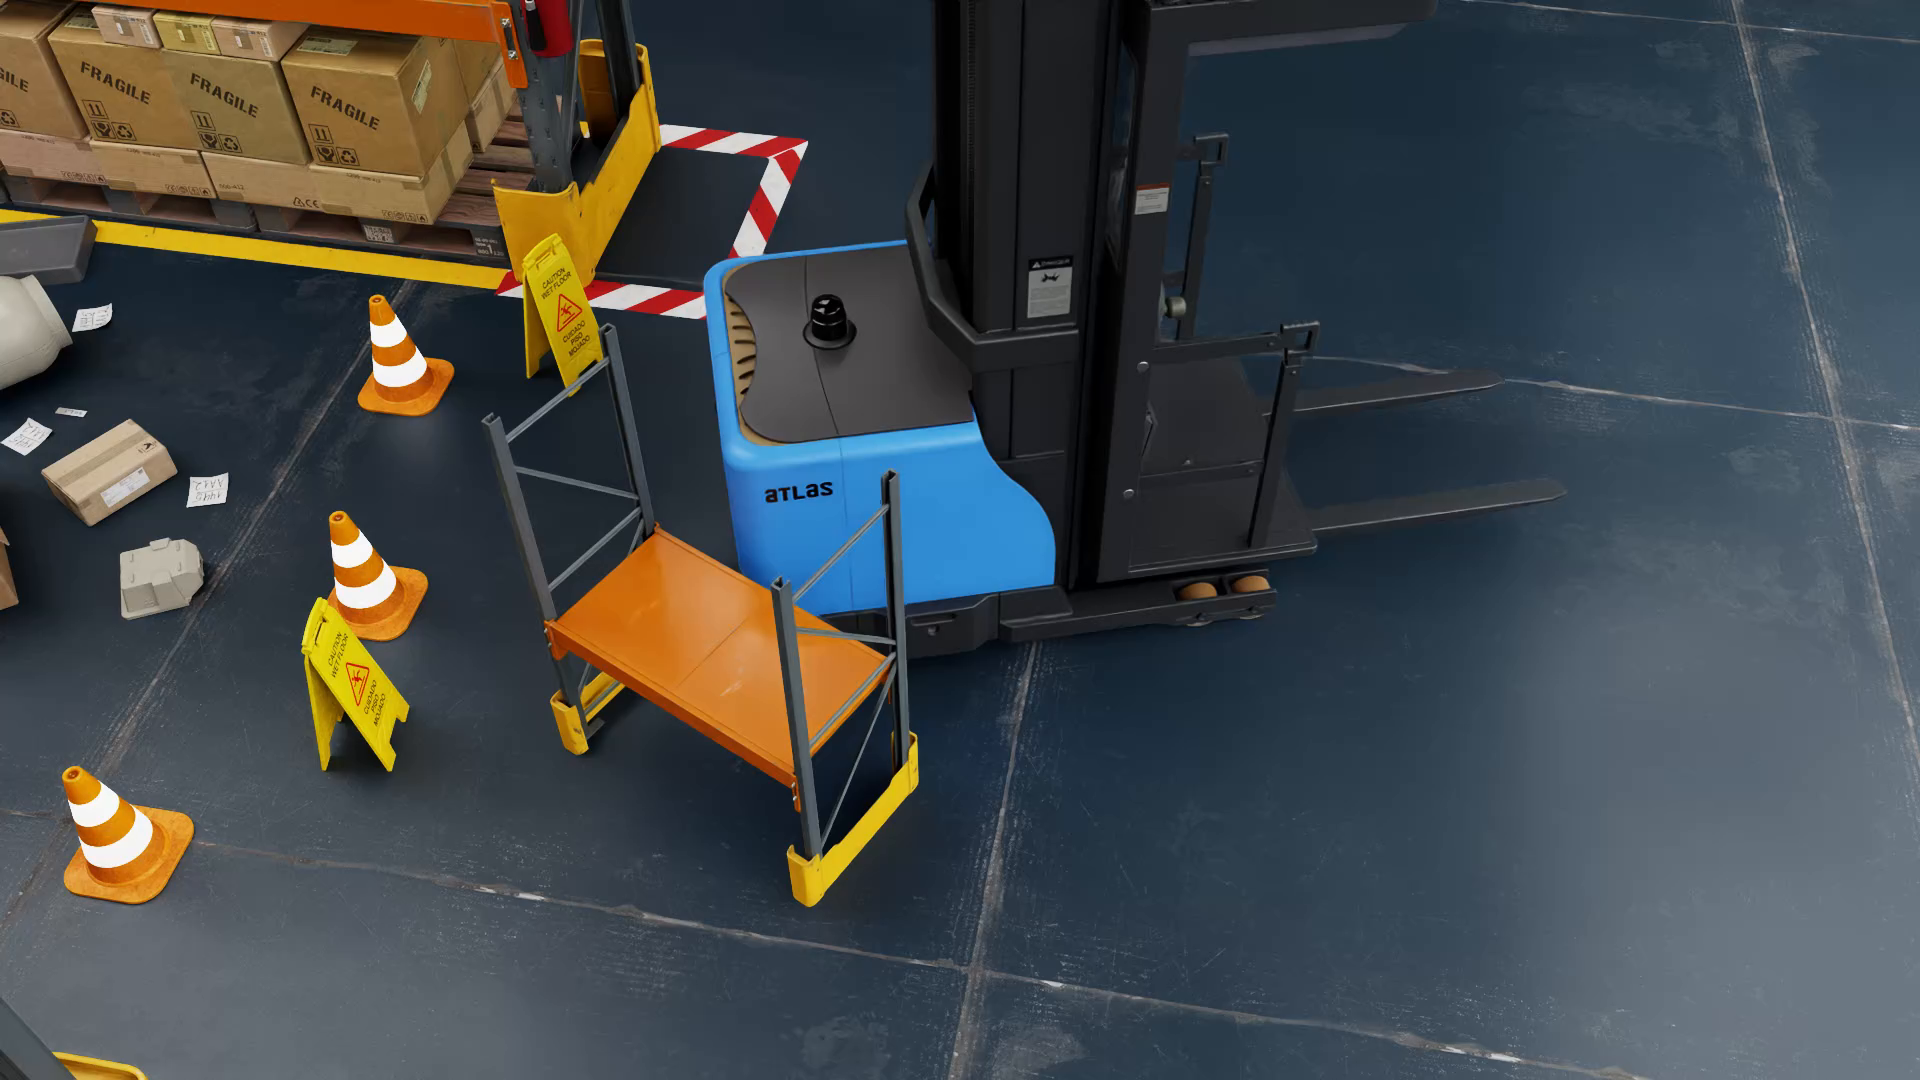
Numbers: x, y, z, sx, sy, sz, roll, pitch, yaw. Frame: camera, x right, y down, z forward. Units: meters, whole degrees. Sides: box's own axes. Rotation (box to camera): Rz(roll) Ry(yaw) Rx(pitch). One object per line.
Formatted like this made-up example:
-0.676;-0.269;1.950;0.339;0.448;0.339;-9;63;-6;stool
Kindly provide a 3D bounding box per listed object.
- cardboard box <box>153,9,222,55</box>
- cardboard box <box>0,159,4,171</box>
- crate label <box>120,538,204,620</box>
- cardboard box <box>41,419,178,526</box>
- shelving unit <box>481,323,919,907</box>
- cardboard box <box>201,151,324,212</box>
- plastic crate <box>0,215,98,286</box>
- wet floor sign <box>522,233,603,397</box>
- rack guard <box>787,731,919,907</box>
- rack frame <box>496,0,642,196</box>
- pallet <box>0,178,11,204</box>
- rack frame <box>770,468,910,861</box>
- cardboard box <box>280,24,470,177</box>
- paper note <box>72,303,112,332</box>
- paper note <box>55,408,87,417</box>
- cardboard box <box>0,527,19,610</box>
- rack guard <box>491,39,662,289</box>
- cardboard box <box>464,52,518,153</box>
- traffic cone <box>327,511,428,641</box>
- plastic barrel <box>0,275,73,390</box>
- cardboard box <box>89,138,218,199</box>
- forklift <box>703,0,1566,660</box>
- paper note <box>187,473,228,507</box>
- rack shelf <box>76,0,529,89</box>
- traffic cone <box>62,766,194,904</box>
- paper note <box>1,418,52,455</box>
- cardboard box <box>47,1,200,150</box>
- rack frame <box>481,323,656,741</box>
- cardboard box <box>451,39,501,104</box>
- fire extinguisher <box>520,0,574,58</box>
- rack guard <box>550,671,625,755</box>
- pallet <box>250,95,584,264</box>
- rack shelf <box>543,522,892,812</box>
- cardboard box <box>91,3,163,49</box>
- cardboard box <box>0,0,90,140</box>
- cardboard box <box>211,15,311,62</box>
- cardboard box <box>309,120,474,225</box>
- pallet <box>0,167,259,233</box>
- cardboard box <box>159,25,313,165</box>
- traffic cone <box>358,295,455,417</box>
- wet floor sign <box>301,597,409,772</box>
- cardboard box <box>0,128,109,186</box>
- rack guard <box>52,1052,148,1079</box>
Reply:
-3.069;-2.158;6.799;0.250;0.149;0.380;8;49;7;cardboard box
-4.490;-1.932;7.536;0.500;0.250;0.500;10;49;9;cardboard box
-2.914;0.123;6.047;0.298;0.136;0.250;-15;50;-13;crate label
-3.262;-0.261;6.385;0.250;0.149;0.380;32;56;26;cardboard box
-0.739;0.246;5.020;1.083;1.500;0.587;28;54;23;shelving unit
-2.966;-1.725;7.350;0.500;0.250;0.500;8;49;7;cardboard box
-4.151;-1.265;7.333;0.583;0.080;0.402;-7;48;-7;plastic crate
-1.617;-0.924;6.647;0.232;0.644;0.267;23;52;20;wet floor sign
-0.332;0.877;5.294;0.087;0.250;0.587;28;54;23;rack guard
-1.614;-2.520;6.497;0.127;3.000;1.000;8;49;7;rack frame
-4.883;-2.054;7.953;1.213;0.211;1.003;8;49;7;pallet
-0.316;0.468;4.821;0.032;1.500;0.500;28;54;23;rack frame
-2.449;-1.907;7.009;0.500;0.500;0.500;8;49;7;cardboard box
-3.696;-0.949;7.082;0.148;0.019;0.142;-7;48;-7;paper note
-3.586;-0.516;6.706;0.123;0.001;0.032;8;49;7;paper note
-3.793;-0.064;5.970;0.637;0.503;0.797;-23;52;-19;cardboard box
-1.689;-1.694;7.436;0.348;0.500;1.175;8;49;7;rack guard
-2.358;-2.050;7.642;0.500;0.250;0.500;7;48;7;cardboard box
-2.129;0.073;5.873;0.334;0.463;0.336;8;49;7;traffic cone
-3.916;-0.824;6.705;0.512;0.421;0.421;-32;55;-25;plastic barrel
-3.481;-1.790;7.408;0.500;0.250;0.500;6;48;5;cardboard box
0.679;-1.052;5.225;3.031;2.935;1.130;-7;48;-7;forklift
-2.898;-0.195;6.405;0.142;0.019;0.148;-7;48;-7;paper note
-3.582;-2.544;7.003;4.000;0.370;1.077;8;49;7;rack shelf
-2.665;0.855;5.170;0.334;0.463;0.336;8;49;7;traffic cone
-3.707;-0.414;6.609;0.142;0.019;0.148;23;52;20;paper note
-3.458;-2.045;7.133;0.500;0.500;0.500;7;48;6;cardboard box
-1.147;0.033;5.212;0.032;1.500;0.500;28;54;23;rack frame
-2.382;-2.303;7.365;0.500;0.500;0.500;6;48;6;cardboard box
-1.583;-2.141;6.209;0.183;0.674;0.296;8;49;7;fire extinguisher
-1.146;0.451;5.677;0.087;0.250;0.587;28;54;23;rack guard
-2.482;-1.731;7.663;1.213;0.211;1.003;8;49;7;pallet
-0.732;0.371;5.151;1.000;0.185;0.538;28;54;23;rack shelf
-3.328;-2.195;6.831;0.250;0.149;0.380;10;49;8;cardboard box
-3.979;-2.113;7.194;0.500;0.500;0.500;10;49;9;cardboard box
-2.822;-2.123;6.767;0.250;0.149;0.380;9;49;8;cardboard box
-2.481;-1.654;7.286;0.500;0.250;0.500;7;48;7;cardboard box
-3.679;-1.894;7.810;1.213;0.211;1.003;8;49;7;pallet
-2.963;-1.973;7.068;0.500;0.500;0.500;9;49;8;cardboard box
-2.266;-0.784;6.644;0.334;0.463;0.336;8;49;7;traffic cone
-2.014;0.459;5.404;0.232;0.644;0.267;0;48;0;wet floor sign
-3.968;-1.864;7.474;0.500;0.250;0.500;7;48;6;cardboard box
-2.371;1.956;4.157;0.348;0.500;1.175;8;49;7;rack guard
